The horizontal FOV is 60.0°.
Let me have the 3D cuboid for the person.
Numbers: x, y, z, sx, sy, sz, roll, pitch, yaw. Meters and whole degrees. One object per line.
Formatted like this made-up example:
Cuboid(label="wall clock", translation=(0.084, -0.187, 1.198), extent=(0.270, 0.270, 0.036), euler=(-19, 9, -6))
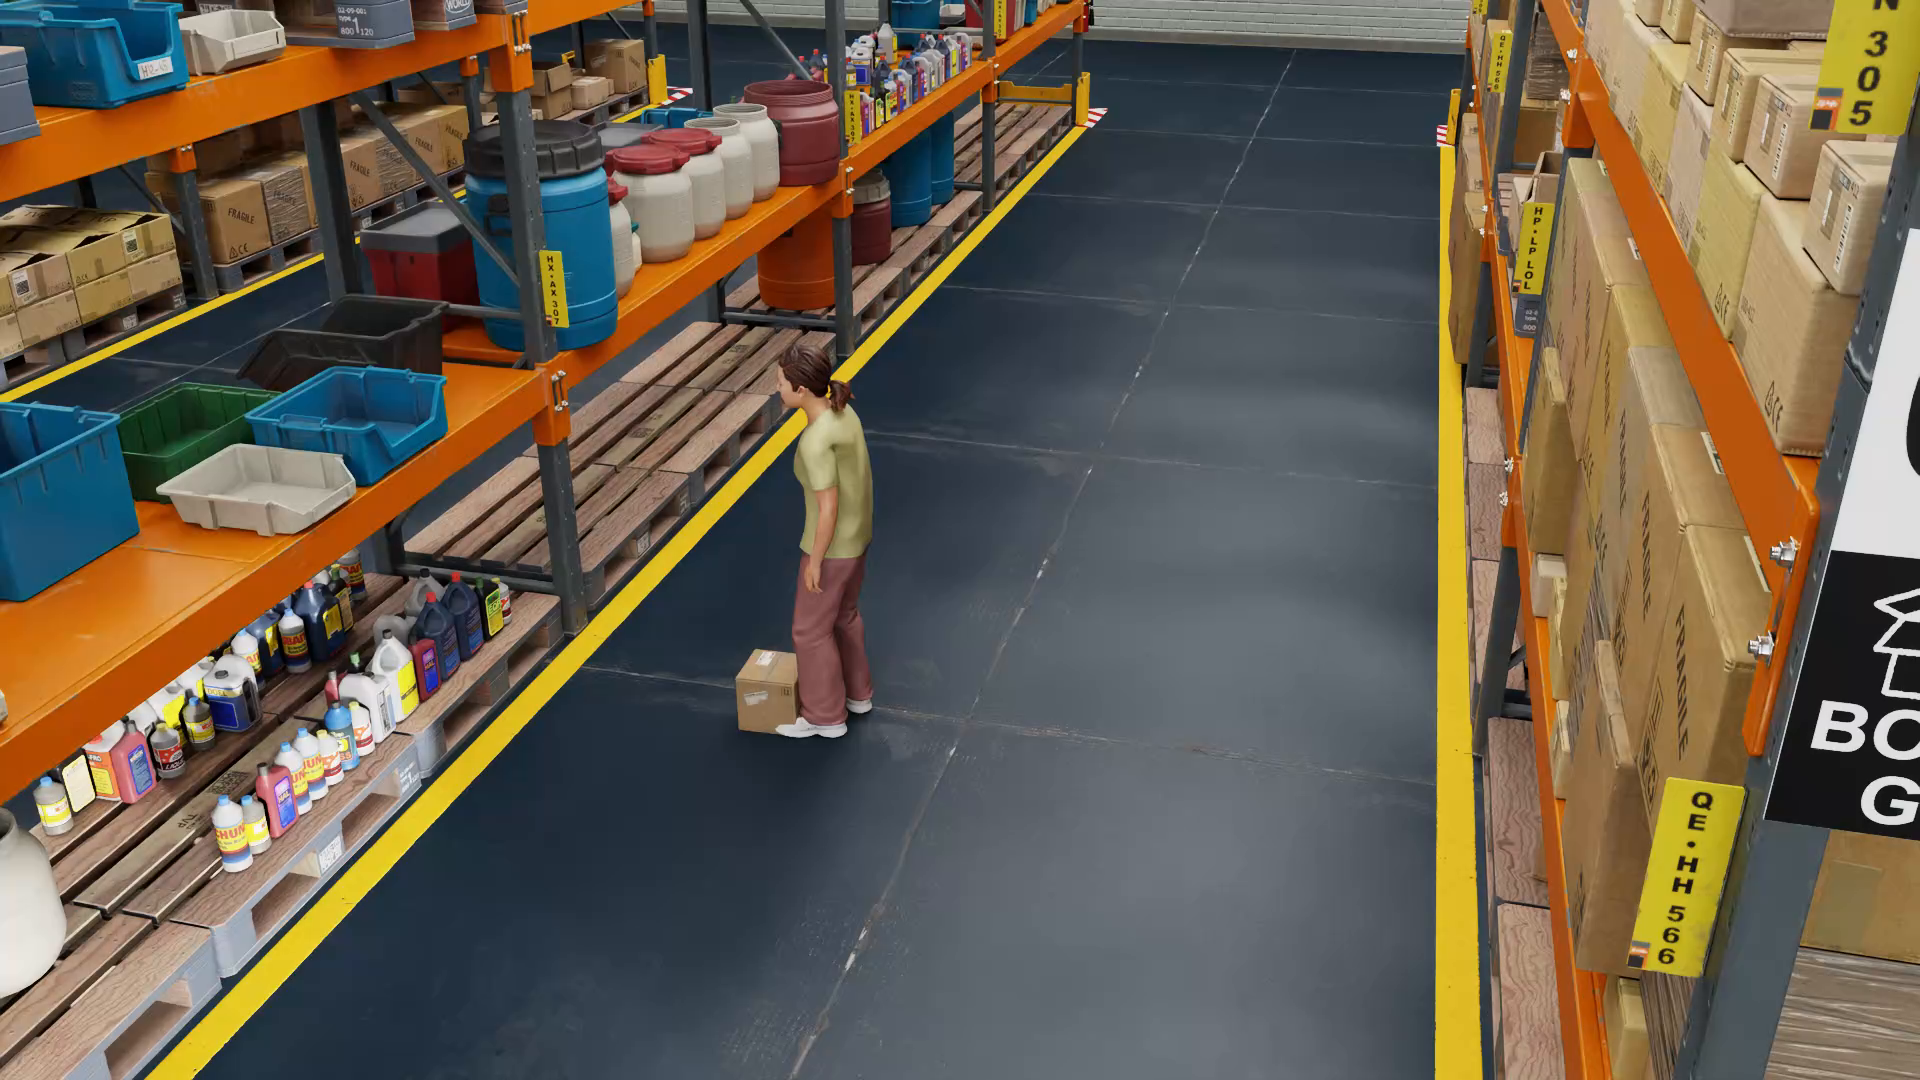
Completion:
Cuboid(label="person", translation=(-0.554, 0.015, 6.581), extent=(0.417, 1.671, 0.519), euler=(5, 26, 10))
